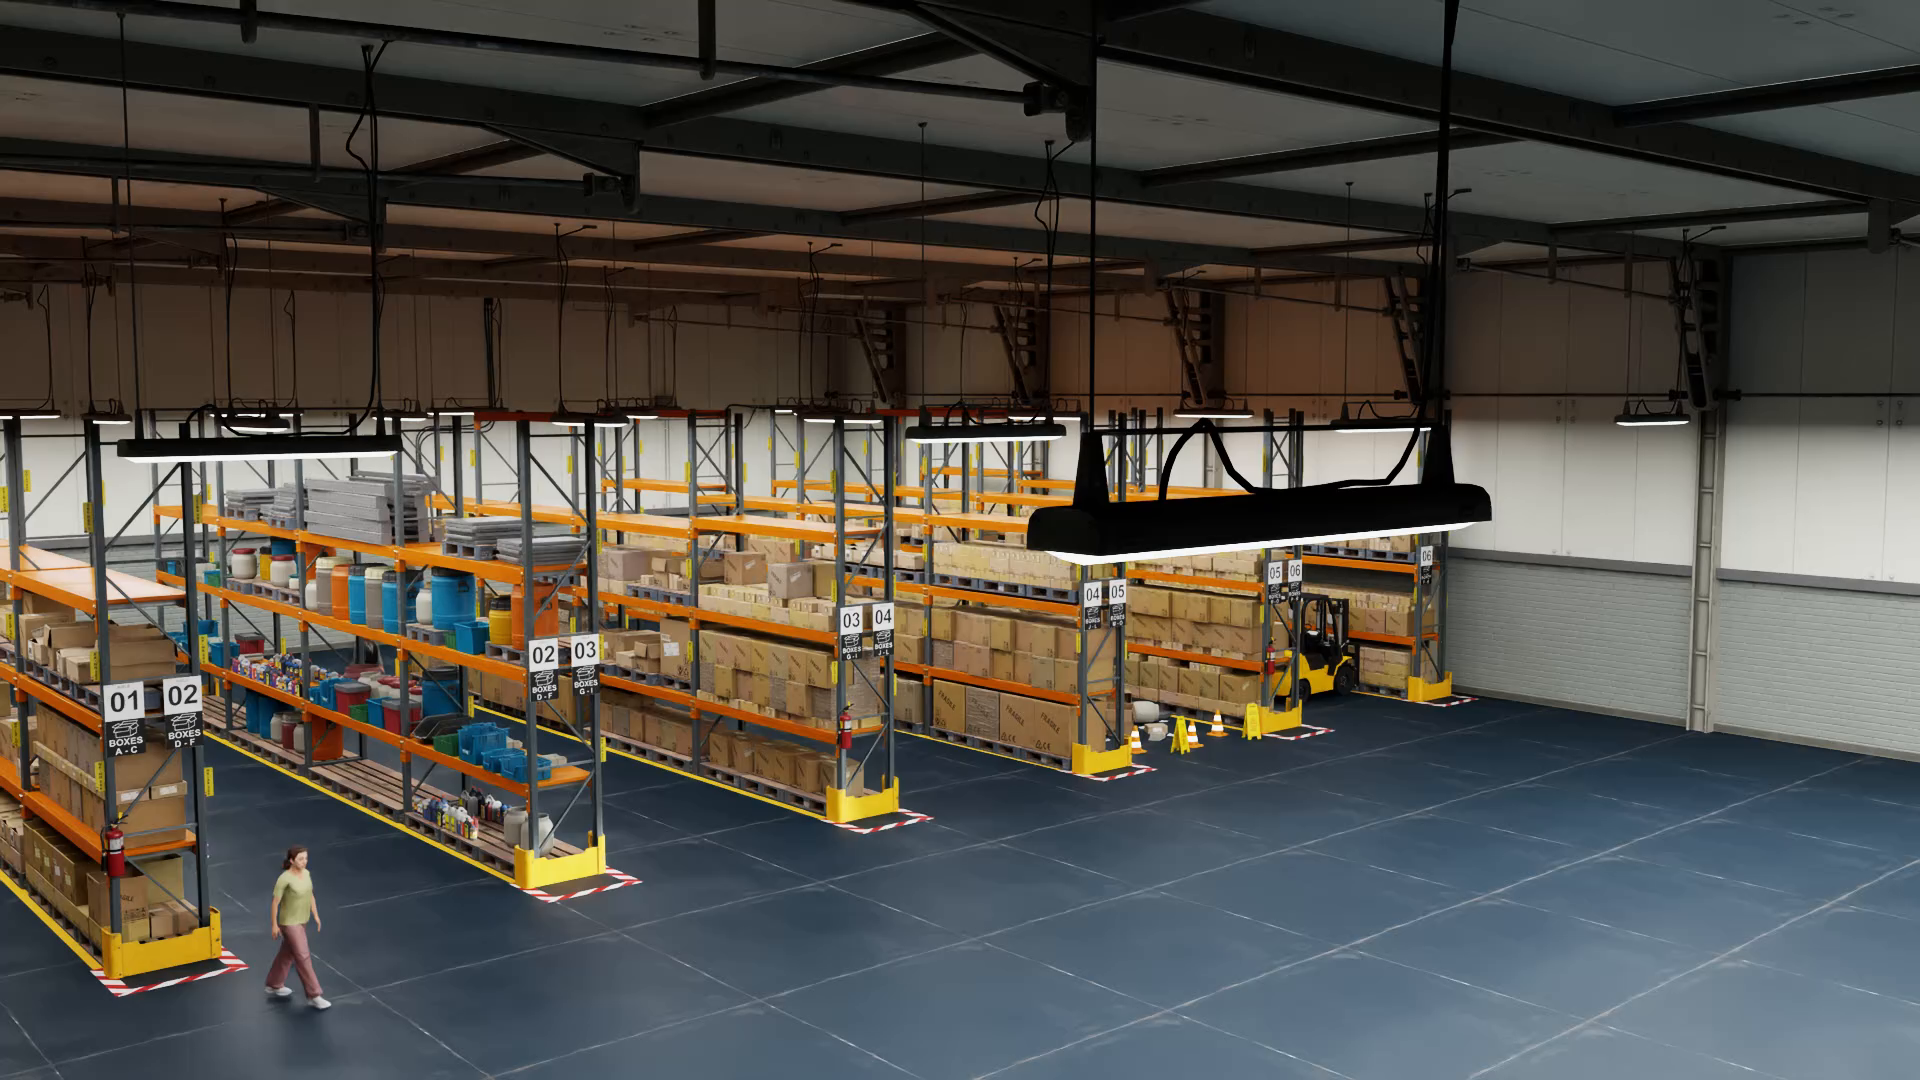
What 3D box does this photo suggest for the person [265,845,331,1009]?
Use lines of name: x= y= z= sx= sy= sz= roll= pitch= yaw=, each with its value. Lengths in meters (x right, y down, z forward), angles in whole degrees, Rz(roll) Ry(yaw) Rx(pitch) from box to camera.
person: x=-6.867 y=3.973 z=17.283 sx=0.929 sy=1.624 sz=0.490 roll=1 pitch=5 yaw=12

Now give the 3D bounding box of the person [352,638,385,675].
person: x=-11.761 y=2.589 z=33.067 sx=1.094 sy=1.663 sz=0.584 roll=4 pitch=6 yaw=38
